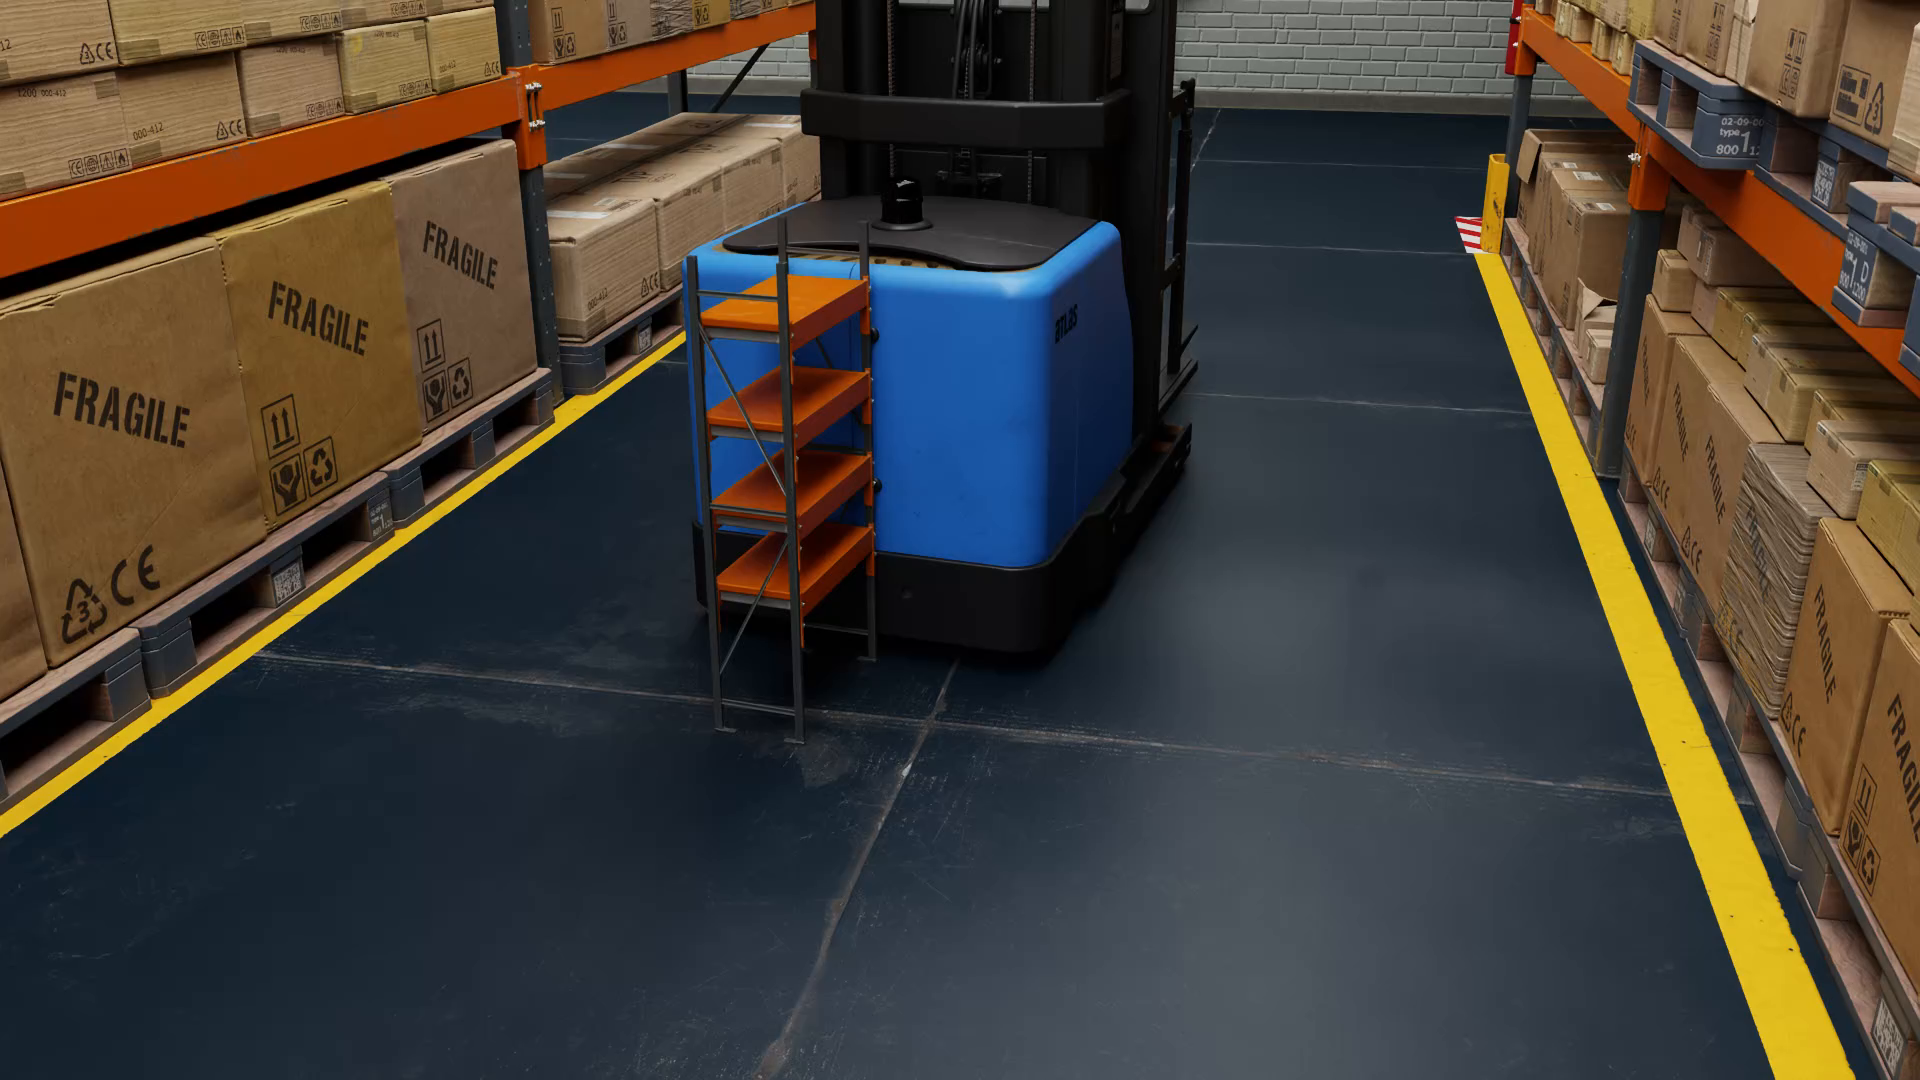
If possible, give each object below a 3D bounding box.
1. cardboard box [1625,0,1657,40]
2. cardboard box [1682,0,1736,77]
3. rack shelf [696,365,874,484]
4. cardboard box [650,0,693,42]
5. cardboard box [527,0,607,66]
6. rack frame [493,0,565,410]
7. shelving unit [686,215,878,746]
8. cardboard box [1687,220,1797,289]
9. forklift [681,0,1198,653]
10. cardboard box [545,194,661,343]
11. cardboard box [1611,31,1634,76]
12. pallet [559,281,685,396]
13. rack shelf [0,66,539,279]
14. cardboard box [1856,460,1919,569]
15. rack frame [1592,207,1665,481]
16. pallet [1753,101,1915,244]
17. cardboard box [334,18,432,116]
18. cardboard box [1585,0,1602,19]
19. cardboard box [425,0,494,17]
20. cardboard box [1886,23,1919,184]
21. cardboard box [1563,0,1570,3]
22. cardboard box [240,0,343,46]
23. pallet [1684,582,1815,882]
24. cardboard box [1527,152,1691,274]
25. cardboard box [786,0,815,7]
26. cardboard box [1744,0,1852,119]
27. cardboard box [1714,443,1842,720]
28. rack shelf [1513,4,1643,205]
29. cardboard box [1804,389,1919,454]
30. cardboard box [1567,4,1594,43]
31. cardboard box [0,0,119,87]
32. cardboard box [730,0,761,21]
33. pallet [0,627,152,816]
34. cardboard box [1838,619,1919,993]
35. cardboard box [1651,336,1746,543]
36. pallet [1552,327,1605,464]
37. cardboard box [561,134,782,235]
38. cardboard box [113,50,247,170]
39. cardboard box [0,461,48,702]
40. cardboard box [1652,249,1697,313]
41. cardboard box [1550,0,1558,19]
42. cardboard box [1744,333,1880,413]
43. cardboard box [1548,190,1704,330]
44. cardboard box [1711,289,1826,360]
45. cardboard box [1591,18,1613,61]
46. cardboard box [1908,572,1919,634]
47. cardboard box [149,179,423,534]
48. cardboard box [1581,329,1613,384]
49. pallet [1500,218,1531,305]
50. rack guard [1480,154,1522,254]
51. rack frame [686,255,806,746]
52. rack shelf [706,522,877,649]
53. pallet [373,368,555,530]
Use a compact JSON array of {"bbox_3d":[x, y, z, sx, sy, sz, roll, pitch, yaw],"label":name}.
[{"bbox_3d":[2.621,-1.863,5.767,0.500,0.250,0.500,5,22,12],"label":"cardboard box"},{"bbox_3d":[2.332,-1.482,4.321,0.700,0.500,0.500,5,22,12],"label":"cardboard box"},{"bbox_3d":[-0.419,-0.298,4.068,0.258,0.148,0.480,7,23,17],"label":"rack shelf"},{"bbox_3d":[-1.538,-2.530,7.486,0.500,0.500,0.500,5,22,11],"label":"cardboard box"},{"bbox_3d":[-1.752,-2.165,6.580,0.500,0.500,0.500,5,23,13],"label":"cardboard box"},{"bbox_3d":[-2.104,-1.967,6.222,1.000,3.000,0.127,4,22,11],"label":"rack frame"},{"bbox_3d":[-0.419,-0.153,4.127,0.258,1.200,0.503,7,23,17],"label":"shelving unit"},{"bbox_3d":[2.416,-0.854,4.977,0.380,0.149,0.250,3,22,8],"label":"cardboard box"},{"bbox_3d":[0.200,-1.581,5.355,1.130,2.935,3.031,7,23,17],"label":"forklift"},{"bbox_3d":[-1.871,-1.194,7.172,0.875,0.438,0.875,4,22,10],"label":"cardboard box"},{"bbox_3d":[2.635,-1.803,6.151,0.380,0.149,0.250,5,22,12],"label":"cardboard box"},{"bbox_3d":[-1.872,-0.945,7.418,1.003,0.211,1.213,4,22,11],"label":"pallet"},{"bbox_3d":[-2.512,-0.902,4.540,1.077,0.370,4.000,4,22,11],"label":"rack shelf"},{"bbox_3d":[2.063,-0.042,3.359,0.380,0.149,0.250,4,22,10],"label":"cardboard box"},{"bbox_3d":[2.756,-1.590,5.286,1.000,3.000,0.127,4,22,11],"label":"rack frame"},{"bbox_3d":[2.332,-0.749,3.456,1.003,0.211,1.213,4,22,11],"label":"pallet"},{"bbox_3d":[-2.054,-1.528,5.332,0.500,0.250,0.500,4,22,10],"label":"cardboard box"},{"bbox_3d":[2.823,-2.229,6.675,0.500,0.250,0.500,4,22,11],"label":"cardboard box"},{"bbox_3d":[-1.956,-1.949,5.710,0.500,0.250,0.500,4,22,11],"label":"cardboard box"},{"bbox_3d":[1.838,-0.663,2.622,0.500,0.250,0.500,3,22,8],"label":"cardboard box"},{"bbox_3d":[3.013,-2.606,7.611,0.500,0.250,0.500,4,22,10],"label":"cardboard box"},{"bbox_3d":[-2.151,-1.576,4.783,0.500,0.250,0.500,5,22,12],"label":"cardboard box"},{"bbox_3d":[2.380,0.452,3.950,1.003,0.211,1.213,4,22,11],"label":"pallet"},{"bbox_3d":[3.142,-1.562,8.000,0.700,0.500,0.500,5,23,13],"label":"cardboard box"},{"bbox_3d":[-1.127,-3.279,9.347,0.500,0.500,0.500,5,22,11],"label":"cardboard box"},{"bbox_3d":[2.172,-1.195,3.609,0.700,0.500,0.500,4,22,11],"label":"cardboard box"},{"bbox_3d":[2.120,0.102,3.870,0.500,0.500,0.500,4,22,9],"label":"cardboard box"},{"bbox_3d":[3.164,-1.987,7.236,1.077,0.370,4.000,4,22,11],"label":"rack shelf"},{"bbox_3d":[2.190,-0.232,3.829,0.380,0.149,0.250,5,22,11],"label":"cardboard box"},{"bbox_3d":[2.891,-2.272,7.315,0.380,0.149,0.250,5,22,12],"label":"cardboard box"},{"bbox_3d":[-2.355,-1.203,3.857,0.500,0.250,0.500,4,22,11],"label":"cardboard box"},{"bbox_3d":[-1.340,-2.908,8.425,0.500,0.500,0.500,5,22,12],"label":"cardboard box"},{"bbox_3d":[-2.686,0.507,3.812,1.003,0.211,1.213,4,22,11],"label":"pallet"},{"bbox_3d":[1.928,0.485,2.919,0.500,0.500,0.500,4,22,10],"label":"cardboard box"},{"bbox_3d":[2.338,-0.270,4.792,0.500,0.500,0.500,4,22,10],"label":"cardboard box"},{"bbox_3d":[2.897,-0.547,6.430,1.003,0.211,1.213,4,22,11],"label":"pallet"},{"bbox_3d":[-1.503,-1.852,8.803,0.875,0.438,0.875,5,22,12],"label":"cardboard box"},{"bbox_3d":[-2.277,-1.155,4.408,0.500,0.250,0.500,4,22,11],"label":"cardboard box"},{"bbox_3d":[-2.698,0.041,3.519,0.875,0.875,0.875,4,22,10],"label":"cardboard box"},{"bbox_3d":[2.422,-0.815,5.278,0.380,0.149,0.250,6,23,13],"label":"cardboard box"},{"bbox_3d":[3.230,-2.740,8.479,0.380,0.149,0.250,5,22,12],"label":"cardboard box"},{"bbox_3d":[2.270,-0.423,4.305,0.380,0.149,0.250,4,22,11],"label":"cardboard box"},{"bbox_3d":[2.930,-1.182,7.057,0.700,0.500,0.500,4,22,9],"label":"cardboard box"},{"bbox_3d":[2.400,-0.613,4.776,0.380,0.149,0.250,3,22,8],"label":"cardboard box"},{"bbox_3d":[2.739,-1.992,6.621,0.380,0.149,0.250,4,22,10],"label":"cardboard box"},{"bbox_3d":[1.915,0.142,2.902,0.380,0.149,0.250,4,22,9],"label":"cardboard box"},{"bbox_3d":[-2.329,-0.612,5.140,0.875,0.875,0.875,5,22,12],"label":"cardboard box"},{"bbox_3d":[2.582,-0.688,6.301,0.380,0.149,0.250,4,22,9],"label":"cardboard box"},{"bbox_3d":[3.395,-1.440,8.646,1.003,0.211,1.213,4,22,11],"label":"pallet"},{"bbox_3d":[3.556,-1.865,9.316,1.175,0.500,0.348,4,22,11],"label":"rack guard"},{"bbox_3d":[-0.496,-0.066,3.912,0.240,1.200,0.015,7,23,17],"label":"rack frame"},{"bbox_3d":[-0.419,0.094,4.226,0.258,0.148,0.480,7,23,17],"label":"rack shelf"},{"bbox_3d":[-2.188,-0.385,6.028,1.003,0.211,1.213,4,22,11],"label":"pallet"}]
